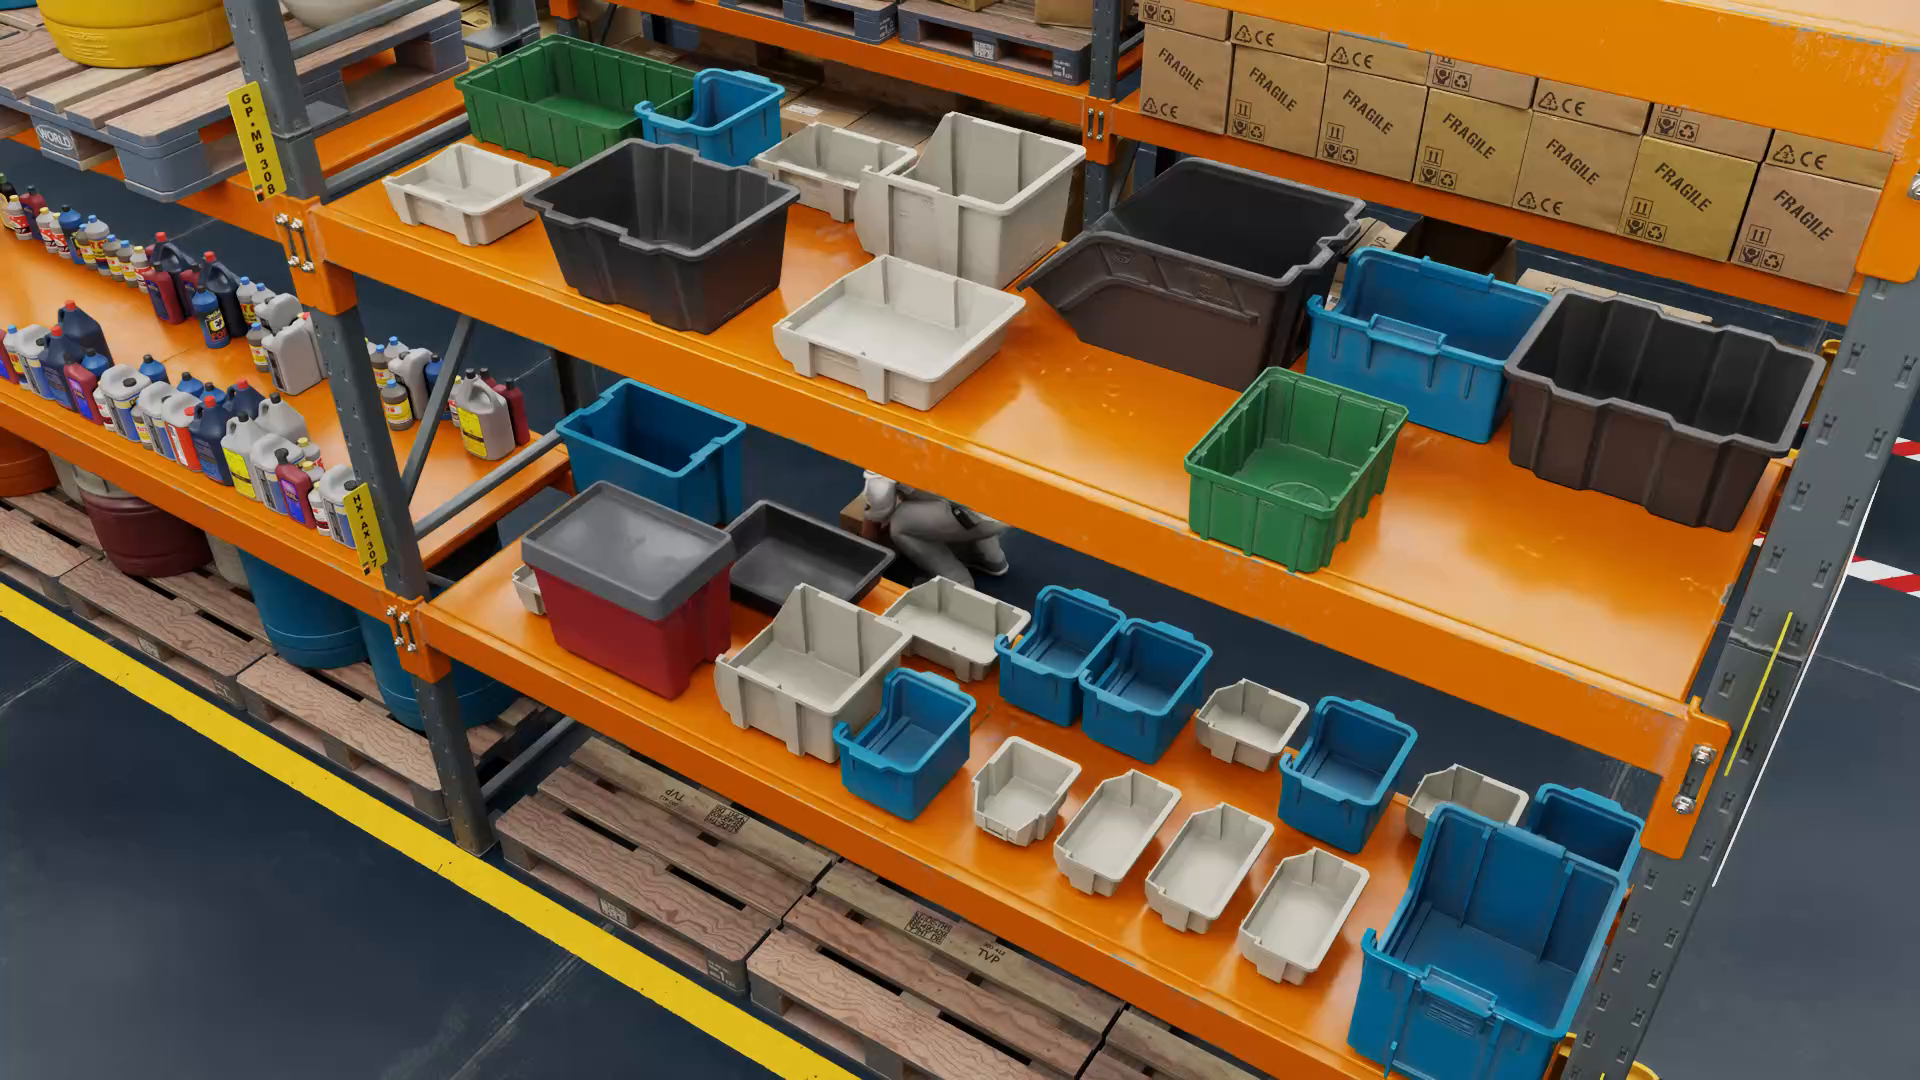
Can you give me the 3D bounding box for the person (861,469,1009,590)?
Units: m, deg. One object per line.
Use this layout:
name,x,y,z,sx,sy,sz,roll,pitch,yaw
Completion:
person,-0.149,-0.175,7.678,1.029,0.829,0.531,20,42,24
